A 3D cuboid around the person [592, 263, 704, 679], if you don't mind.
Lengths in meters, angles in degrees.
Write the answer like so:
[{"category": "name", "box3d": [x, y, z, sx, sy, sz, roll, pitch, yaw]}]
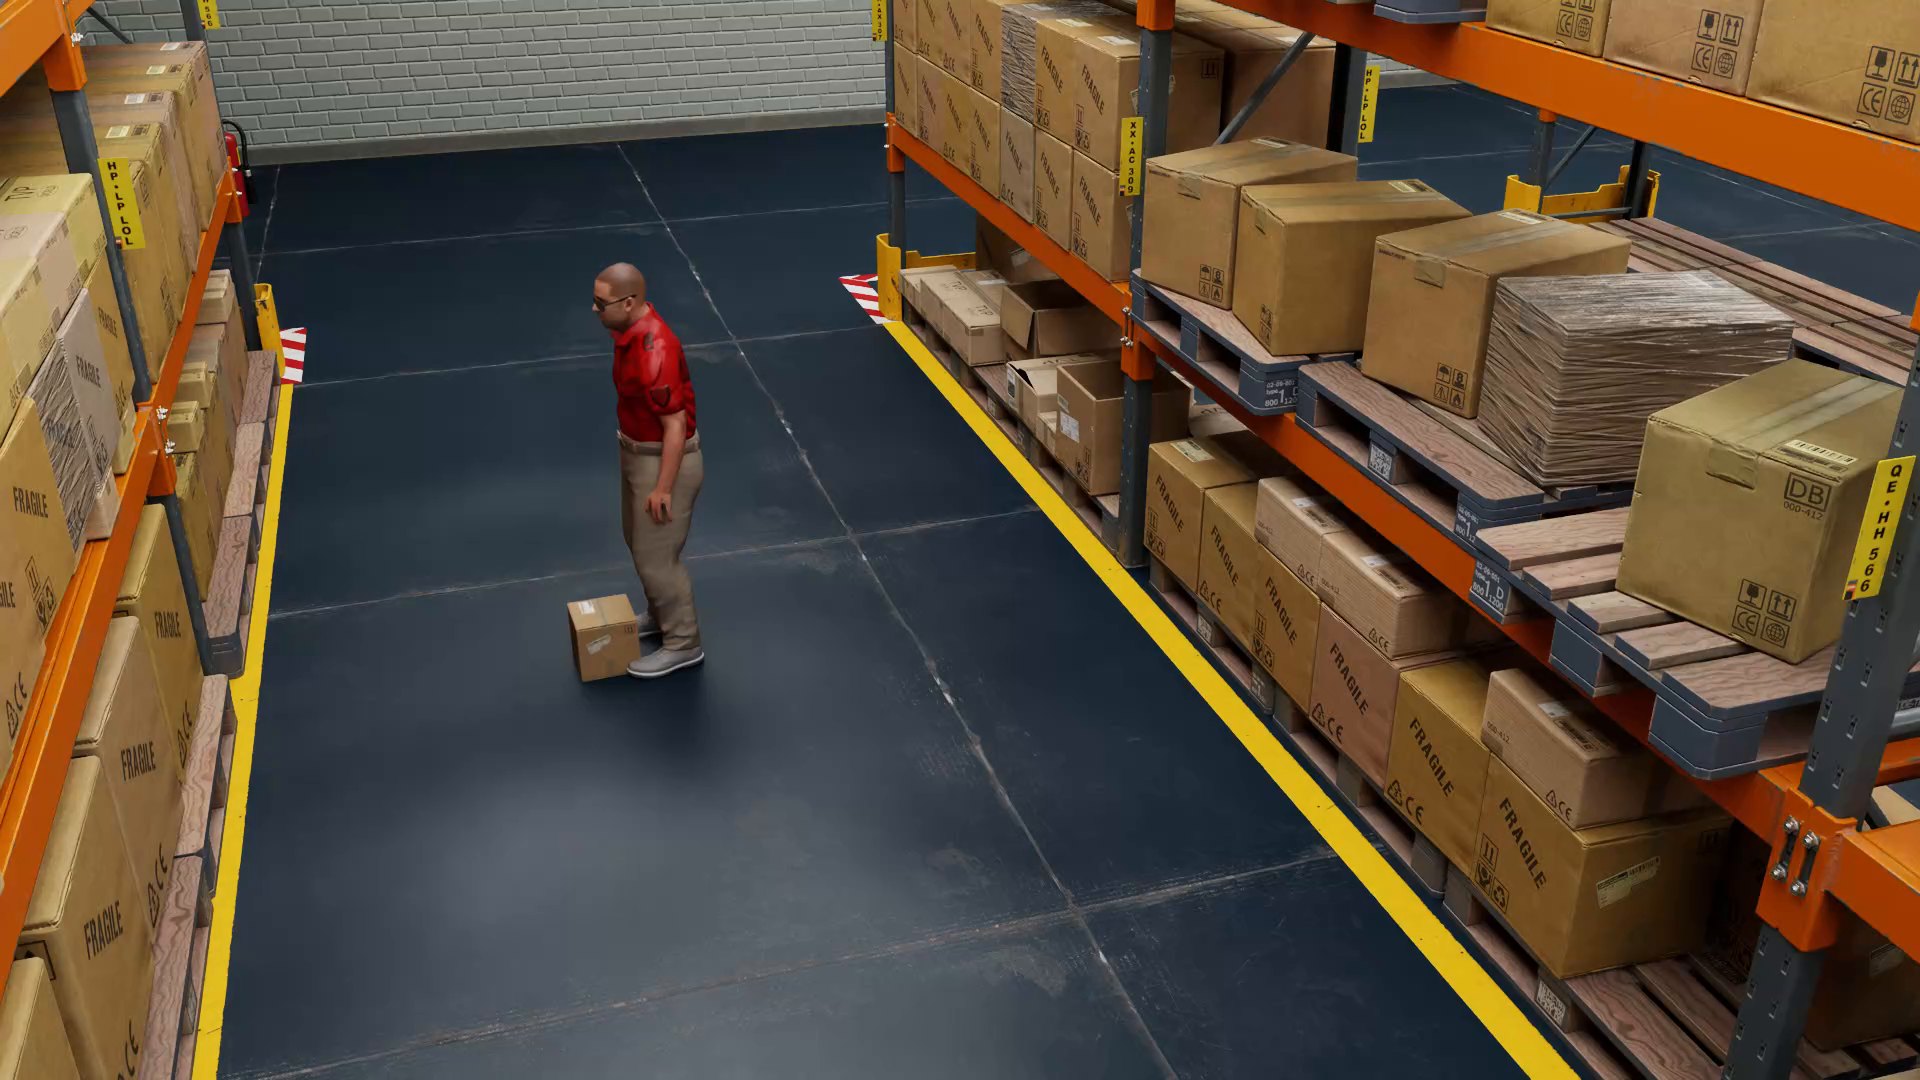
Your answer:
[{"category": "person", "box3d": [-1.250, -0.294, 6.728, 0.393, 1.725, 0.596, -10, 28, -19]}]
